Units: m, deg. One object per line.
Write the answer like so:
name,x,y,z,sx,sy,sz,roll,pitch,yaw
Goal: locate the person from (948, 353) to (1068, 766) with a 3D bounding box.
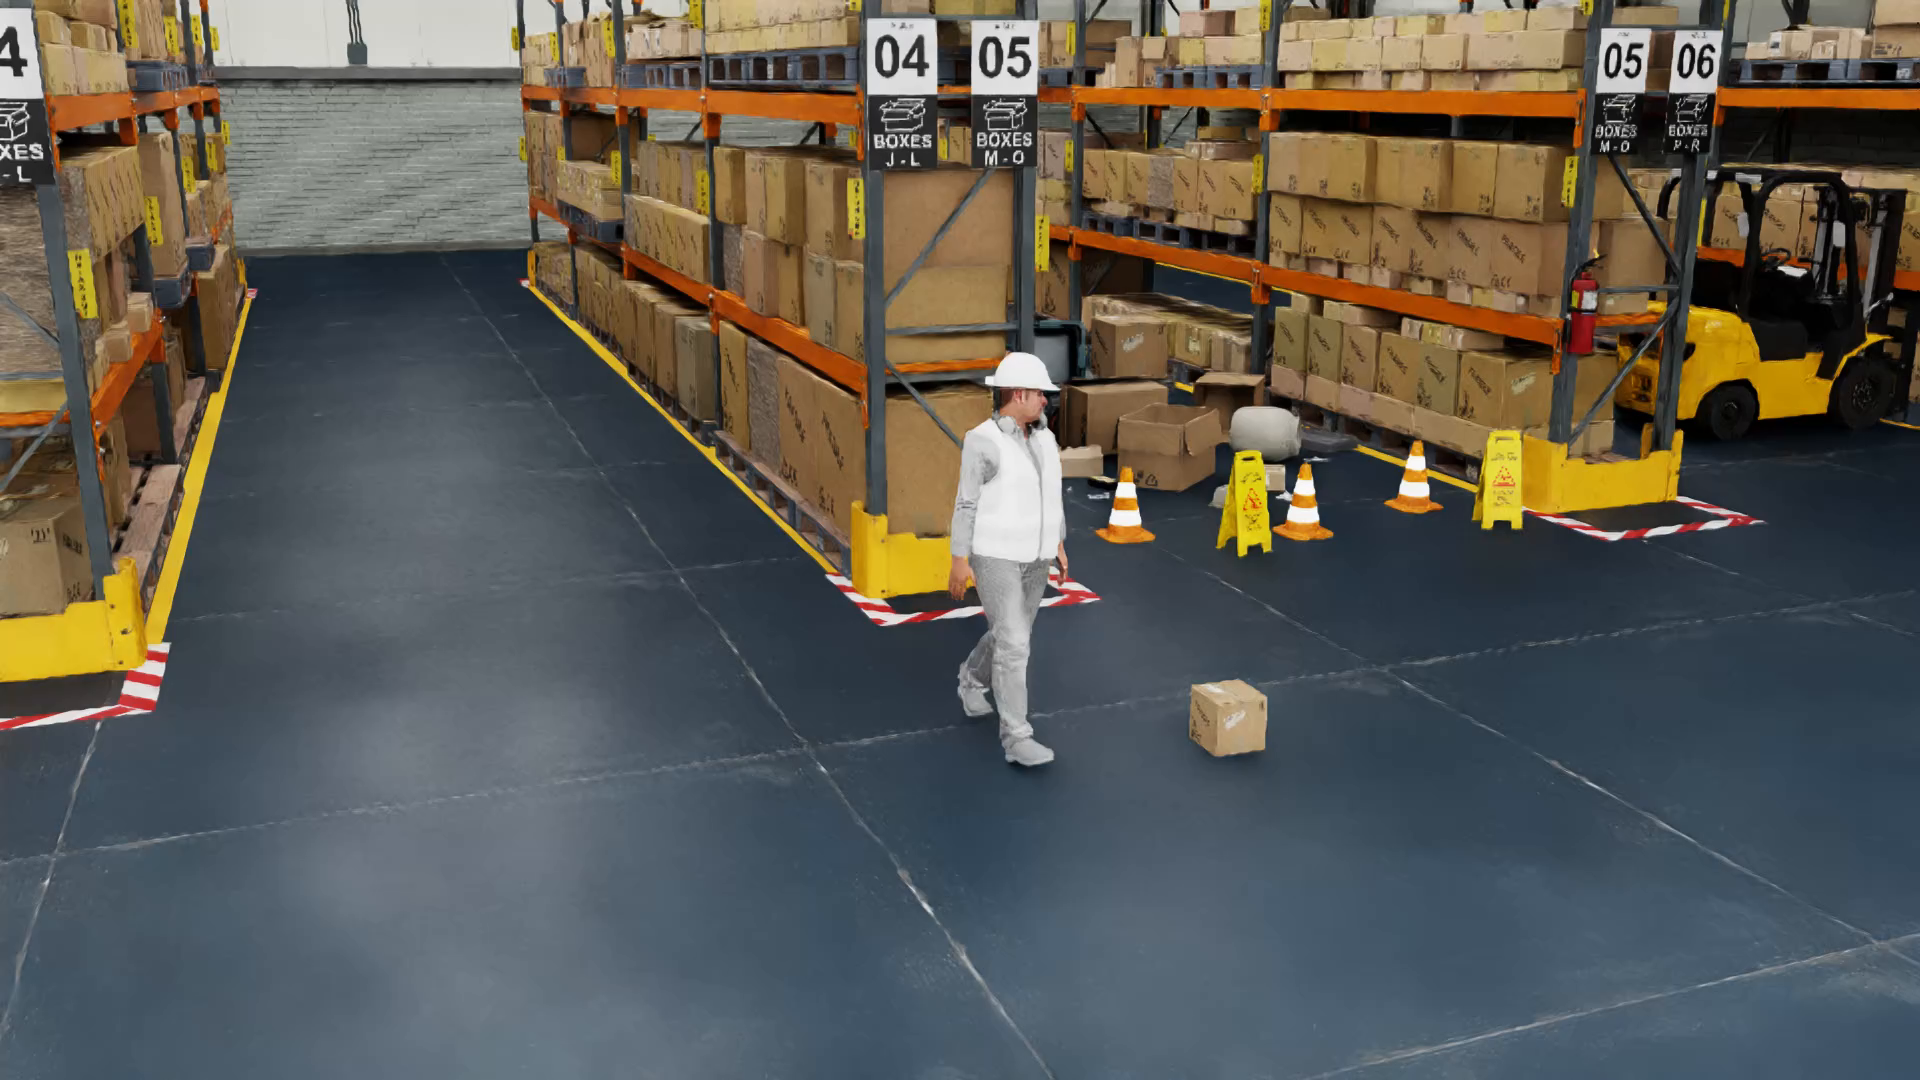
person,0.244,0.053,7.309,0.589,1.741,0.891,-13,20,-40
